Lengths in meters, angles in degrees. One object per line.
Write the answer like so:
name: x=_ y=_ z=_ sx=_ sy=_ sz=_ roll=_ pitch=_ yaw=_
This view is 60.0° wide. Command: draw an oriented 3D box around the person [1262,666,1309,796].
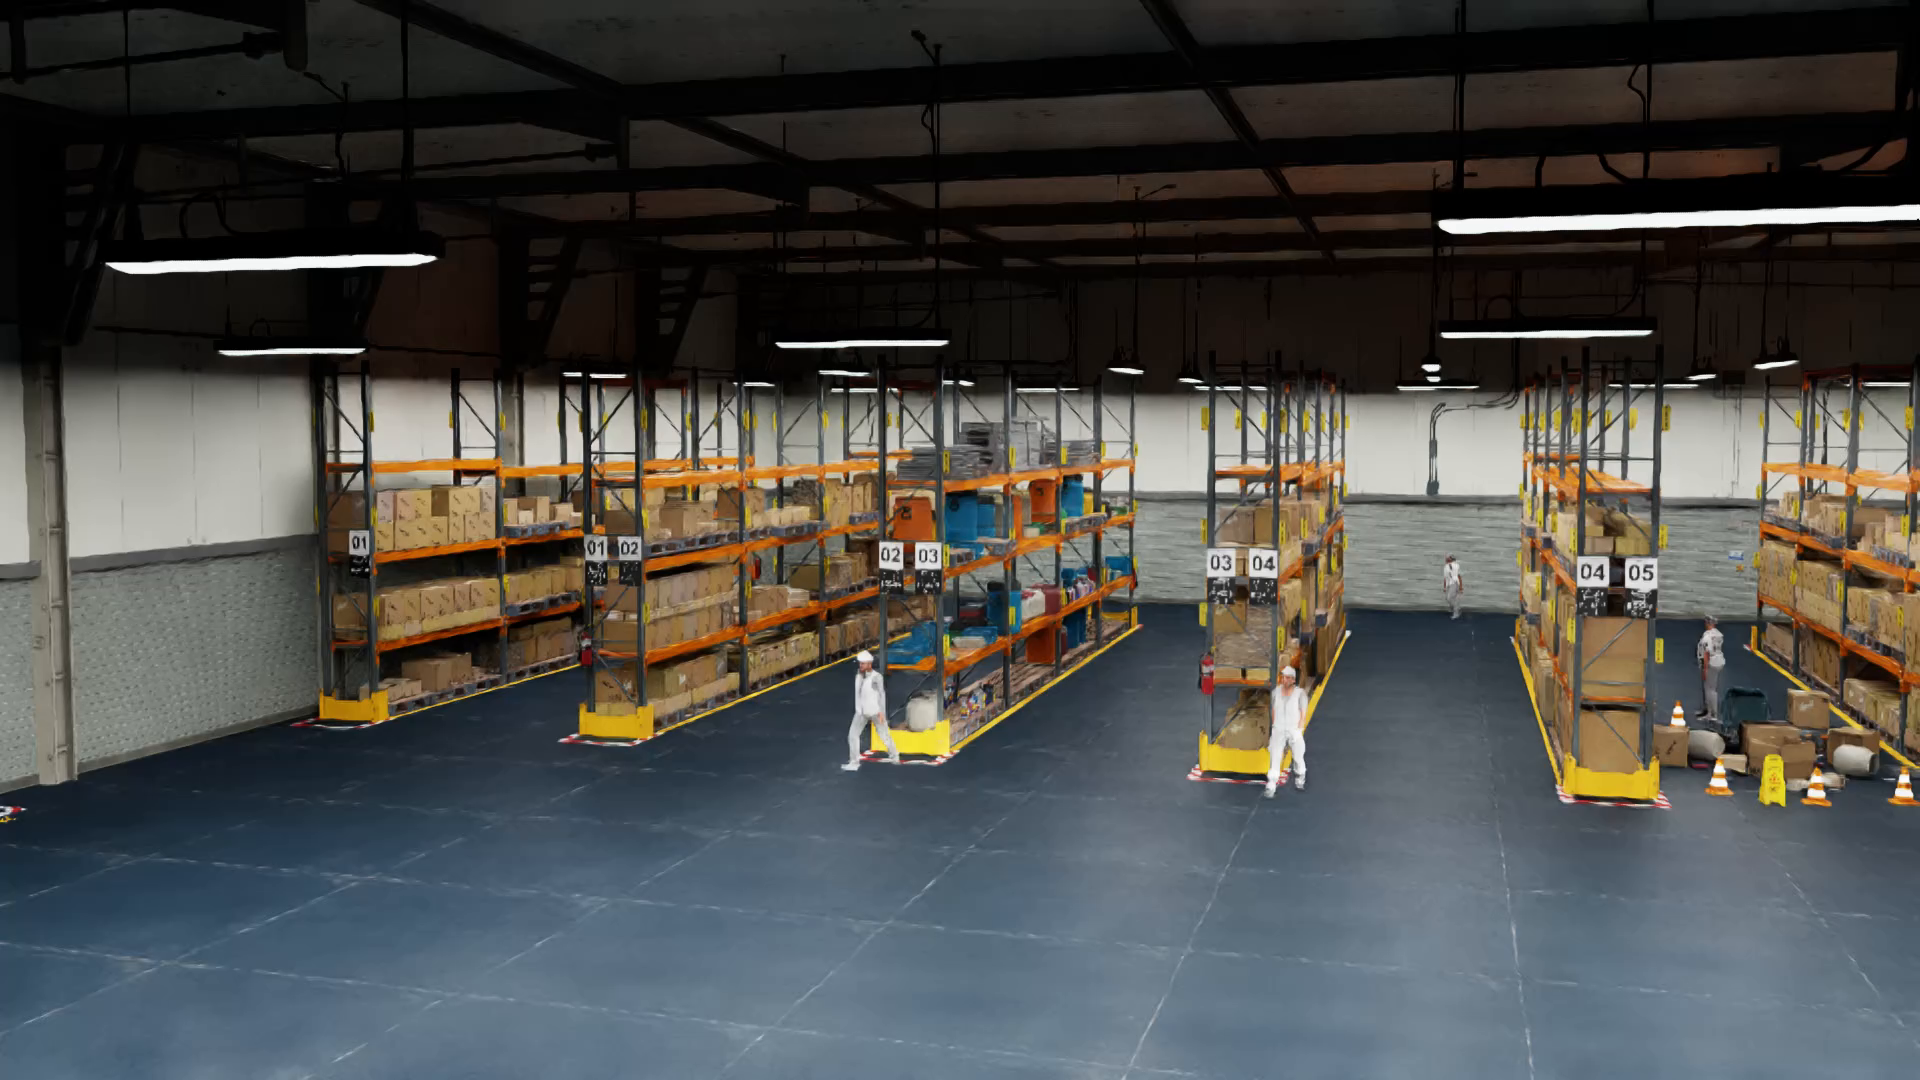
person: x=4.375 y=2.538 z=22.182 sx=0.535 sy=1.725 sz=1.024 roll=2 pitch=5 yaw=26

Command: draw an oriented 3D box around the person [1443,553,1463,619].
person: x=12.499 y=1.150 z=42.138 sx=0.473 sy=1.661 sz=0.571 roll=-1 pitch=4 yaw=-16

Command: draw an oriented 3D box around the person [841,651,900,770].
person: x=-1.264 y=2.441 z=23.906 sx=0.570 sy=1.722 sz=0.955 roll=3 pitch=5 yaw=36

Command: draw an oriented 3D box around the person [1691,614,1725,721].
person: x=12.513 y=2.127 z=27.845 sx=0.588 sy=1.758 sz=0.501 roll=-4 pitch=6 yaw=-44
